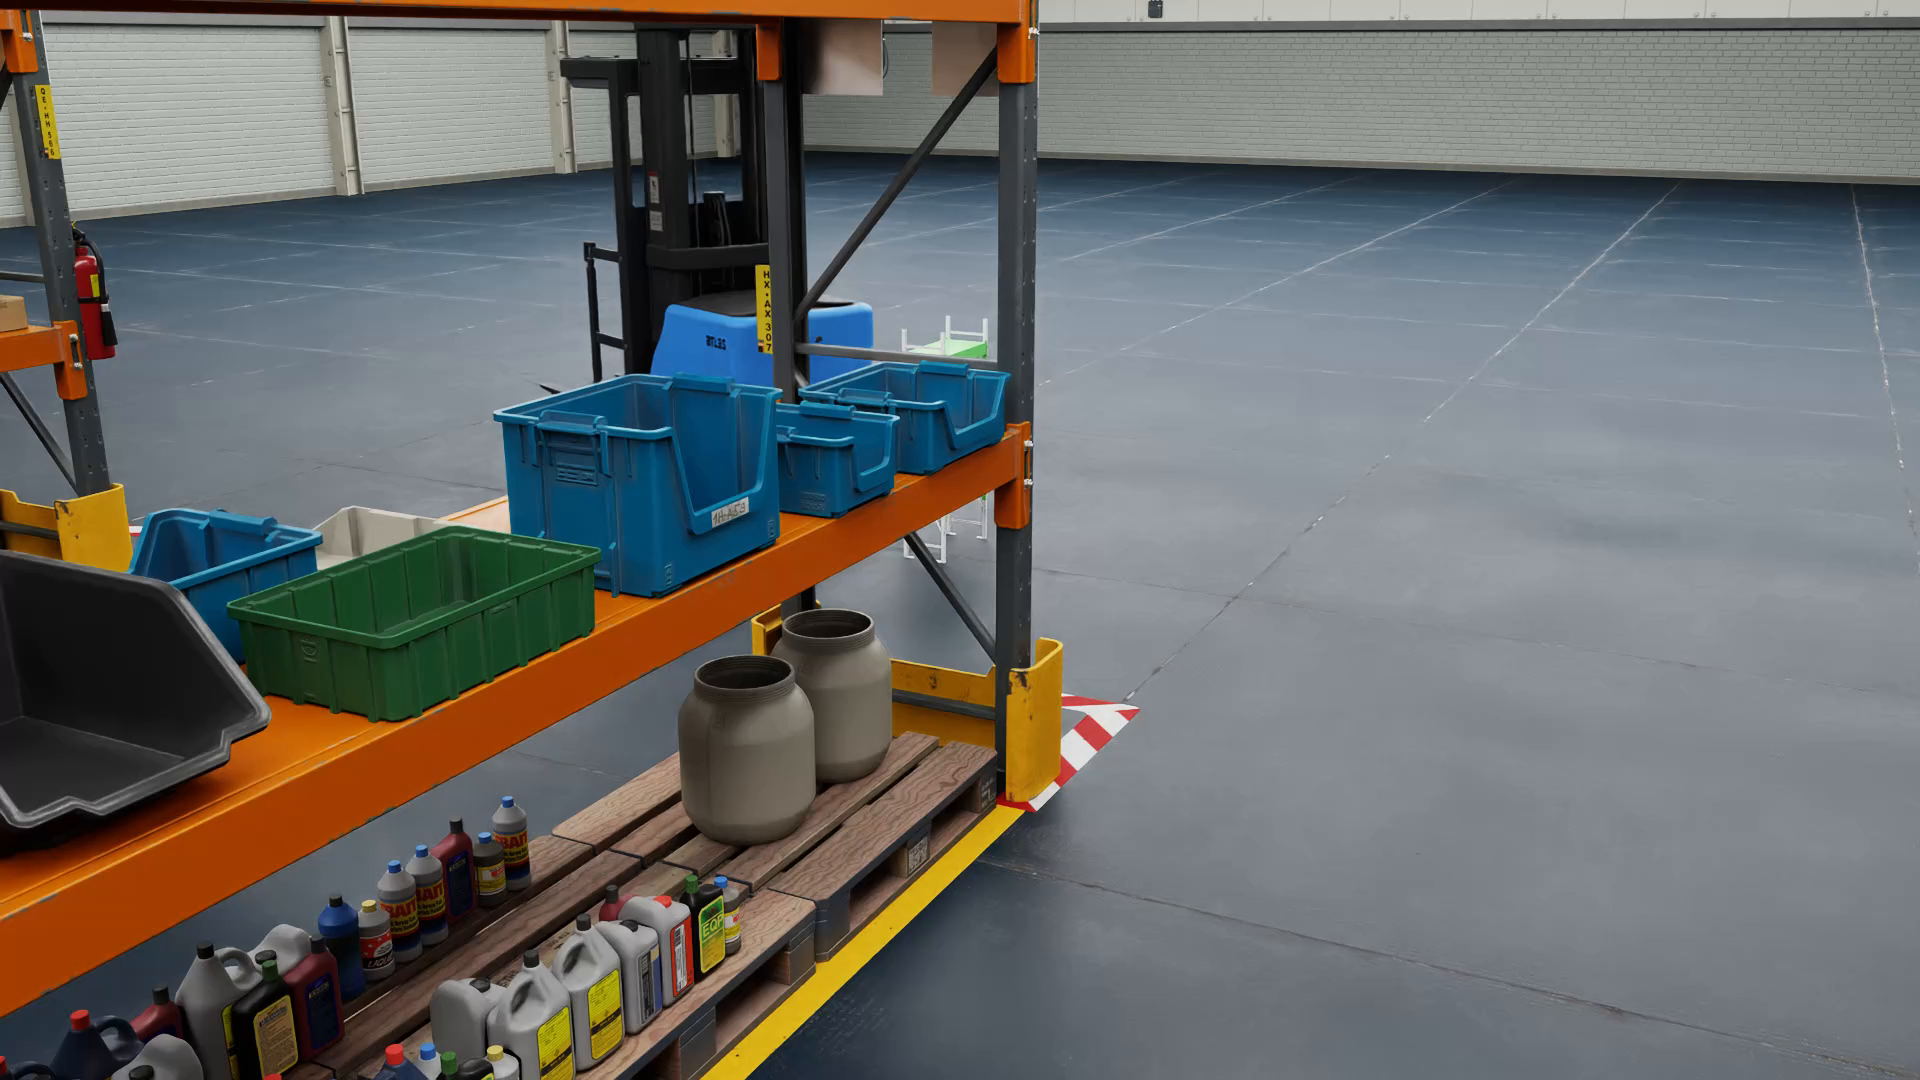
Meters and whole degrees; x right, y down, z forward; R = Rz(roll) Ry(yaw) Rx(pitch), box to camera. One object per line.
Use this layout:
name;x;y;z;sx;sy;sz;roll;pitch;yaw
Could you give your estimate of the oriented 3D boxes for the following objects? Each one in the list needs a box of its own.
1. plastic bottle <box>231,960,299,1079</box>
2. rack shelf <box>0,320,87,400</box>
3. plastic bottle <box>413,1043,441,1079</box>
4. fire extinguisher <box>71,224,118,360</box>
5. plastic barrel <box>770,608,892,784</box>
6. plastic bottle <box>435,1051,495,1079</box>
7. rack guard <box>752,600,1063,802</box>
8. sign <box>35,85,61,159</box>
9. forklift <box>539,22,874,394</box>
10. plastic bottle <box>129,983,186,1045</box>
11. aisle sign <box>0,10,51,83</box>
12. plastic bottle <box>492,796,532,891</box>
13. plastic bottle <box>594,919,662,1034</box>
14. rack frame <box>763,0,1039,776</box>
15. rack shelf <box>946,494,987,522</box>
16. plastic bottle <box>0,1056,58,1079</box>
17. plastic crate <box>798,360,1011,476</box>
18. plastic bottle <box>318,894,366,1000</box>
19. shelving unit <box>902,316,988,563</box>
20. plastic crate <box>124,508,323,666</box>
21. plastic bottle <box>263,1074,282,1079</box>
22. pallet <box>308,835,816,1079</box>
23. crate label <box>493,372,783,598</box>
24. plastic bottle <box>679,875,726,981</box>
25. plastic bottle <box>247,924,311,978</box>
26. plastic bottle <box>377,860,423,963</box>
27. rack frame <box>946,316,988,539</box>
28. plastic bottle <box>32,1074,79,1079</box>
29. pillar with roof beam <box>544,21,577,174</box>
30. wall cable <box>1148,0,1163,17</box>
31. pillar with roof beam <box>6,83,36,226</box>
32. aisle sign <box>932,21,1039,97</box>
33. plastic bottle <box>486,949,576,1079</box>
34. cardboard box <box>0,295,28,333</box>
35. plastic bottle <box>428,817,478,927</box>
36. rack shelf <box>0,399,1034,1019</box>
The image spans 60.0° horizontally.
plastic bottle;-1.639;1.140;3.916;0.061;0.283;0.133;8;18;25
rack shelf;-5.540;-0.421;6.436;1.077;0.370;4.000;8;18;25
plastic bottle;-1.154;1.228;3.641;0.097;0.271;0.097;0;17;0
fire extinguisher;-4.183;-1.208;7.960;0.296;0.674;0.183;8;18;25
plastic barrel;-0.441;0.524;5.624;0.421;0.512;0.421;0;17;0
plastic bottle;-1.075;1.228;3.621;0.061;0.283;0.133;9;19;28
rack guard;-0.207;0.579;6.198;1.175;0.500;0.348;8;18;25
sign;-4.159;-1.906;7.584;0.100;0.325;0.005;8;18;25
forklift;-1.831;-2.044;10.759;1.130;2.935;3.031;-13;21;-37
plastic bottle;-1.851;1.169;3.819;0.061;0.283;0.133;9;19;29
aisle sign;-4.350;-2.499;7.603;0.394;0.787;0.004;8;18;25
plastic bottle;-1.304;0.874;4.832;0.097;0.271;0.097;0;17;0
plastic bottle;-0.843;1.070;4.166;0.152;0.276;0.135;8;18;24
rack frame;-0.215;-0.645;5.927;1.000;3.000;0.127;8;18;25
rack shelf;-0.074;-0.242;8.798;0.258;0.148;0.480;8;18;25
plastic bottle;-1.973;1.232;3.487;0.144;0.351;0.185;8;18;24
plastic crate;-0.171;-0.408;5.391;0.499;0.251;0.616;8;18;25
plastic bottle;-1.593;1.039;4.278;0.097;0.271;0.097;0;17;0
shelving unit;-0.074;-0.533;8.712;0.258;1.200;0.503;8;18;25
plastic crate;-1.751;0.129;3.583;0.499;0.251;0.616;8;18;25
plastic bottle;-1.400;1.262;3.388;0.144;0.351;0.185;8;18;25
pallet;-1.121;1.233;4.502;1.003;0.211;1.213;8;18;25
crate label;-0.796;-0.159;4.228;0.502;0.435;0.616;8;18;25
plastic bottle;-0.680;1.002;4.380;0.061;0.283;0.133;9;19;27
plastic bottle;-1.666;1.096;4.077;0.152;0.276;0.135;8;19;26
plastic bottle;-1.502;0.987;4.452;0.097;0.271;0.097;0;17;0
rack frame;0.035;-0.595;8.921;0.240;1.200;0.015;8;18;25
plastic bottle;-1.844;1.251;3.425;0.144;0.351;0.185;8;18;25
pillar with roof beam;-4.496;-11.545;32.089;9.100;9.000;0.400;8;18;25
wall cable;5.319;-14.622;36.475;2.305;6.003;0.169;8;18;25
pillar with roof beam;-9.858;-8.488;21.798;9.100;9.000;0.400;8;18;25
aisle sign;0.083;-1.872;5.491;0.394;0.787;0.004;8;18;25
plastic bottle;-0.996;1.124;3.852;0.144;0.351;0.185;8;18;25
cardboard box;-4.589;-1.056;7.752;0.380;0.149;0.250;8;18;25
plastic bottle;-1.422;0.924;4.644;0.061;0.283;0.133;8;19;26
rack shelf;-1.109;0.209;4.314;1.077;0.370;4.000;8;18;25
